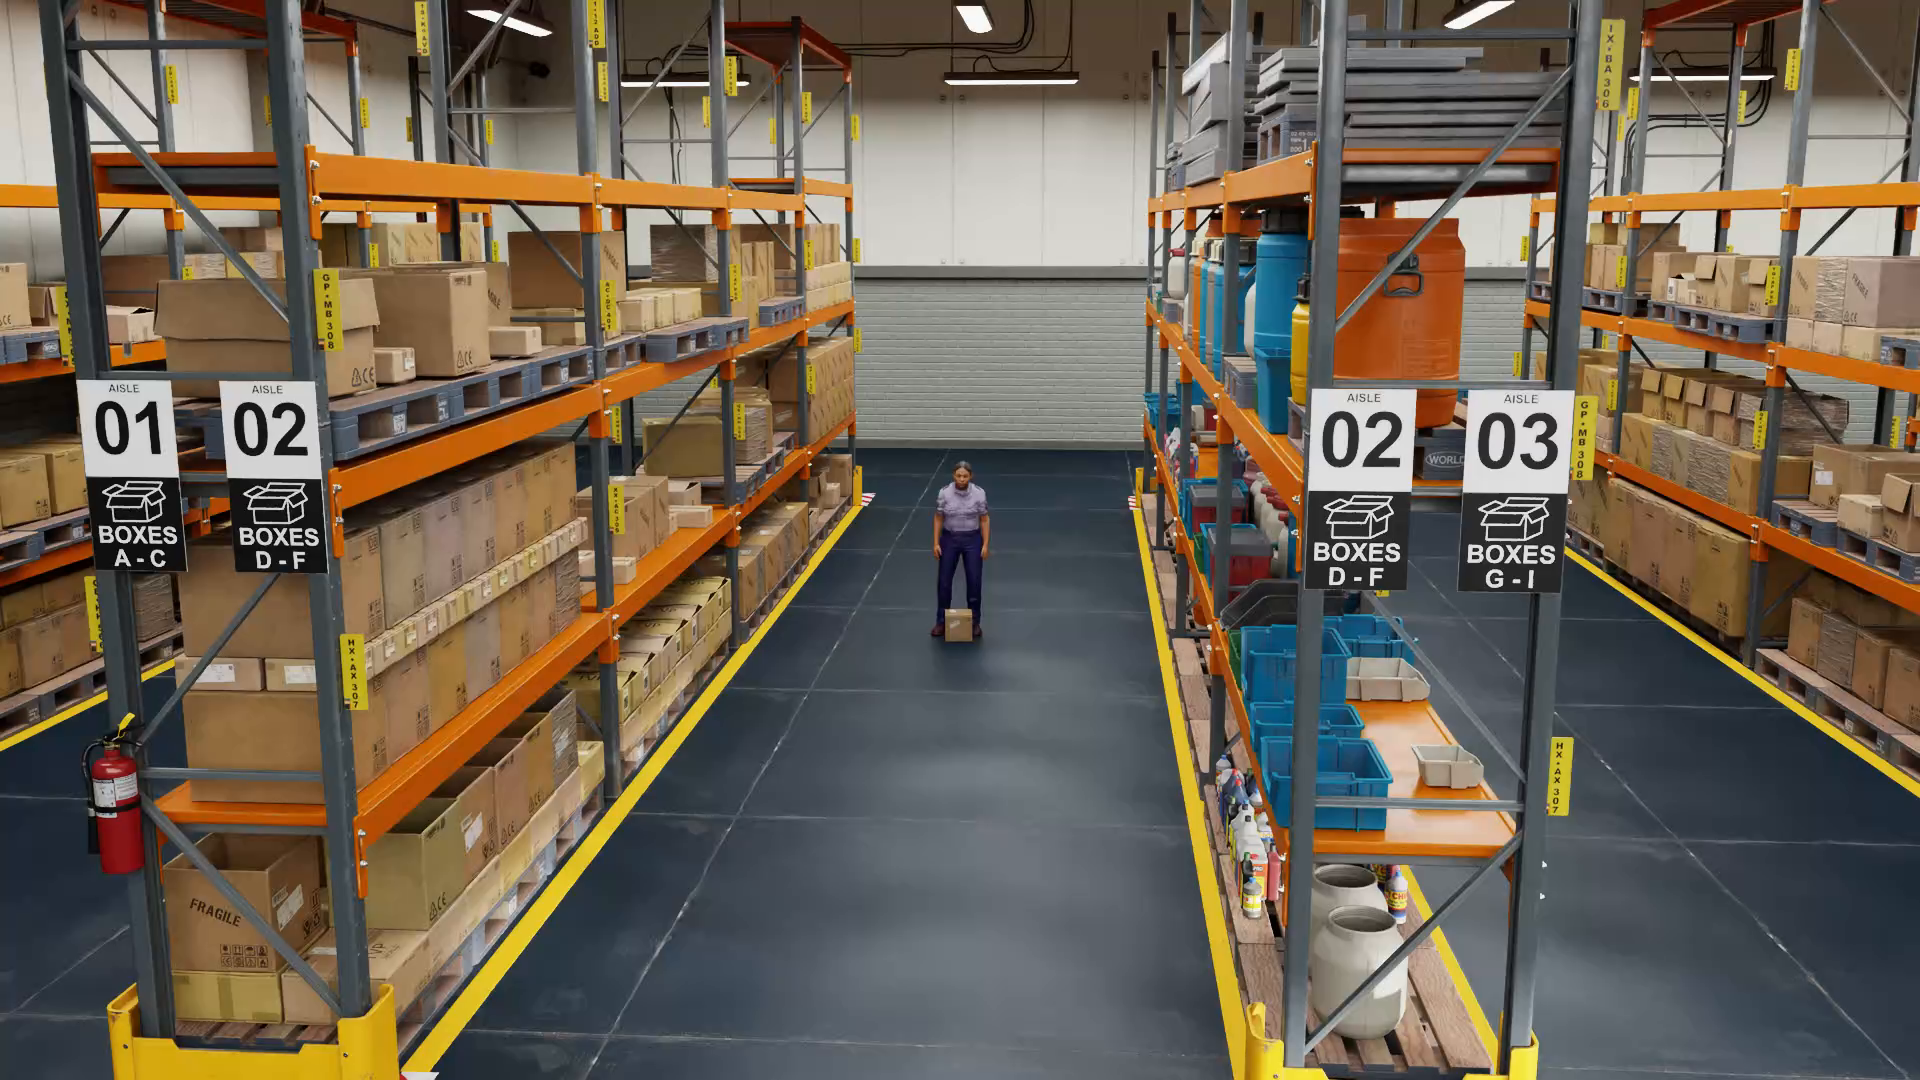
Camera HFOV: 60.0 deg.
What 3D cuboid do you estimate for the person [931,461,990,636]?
[{"bbox_3d":[0.003,0.064,15.617,0.547,1.651,0.367,1,11,3],"label":"person"}]
